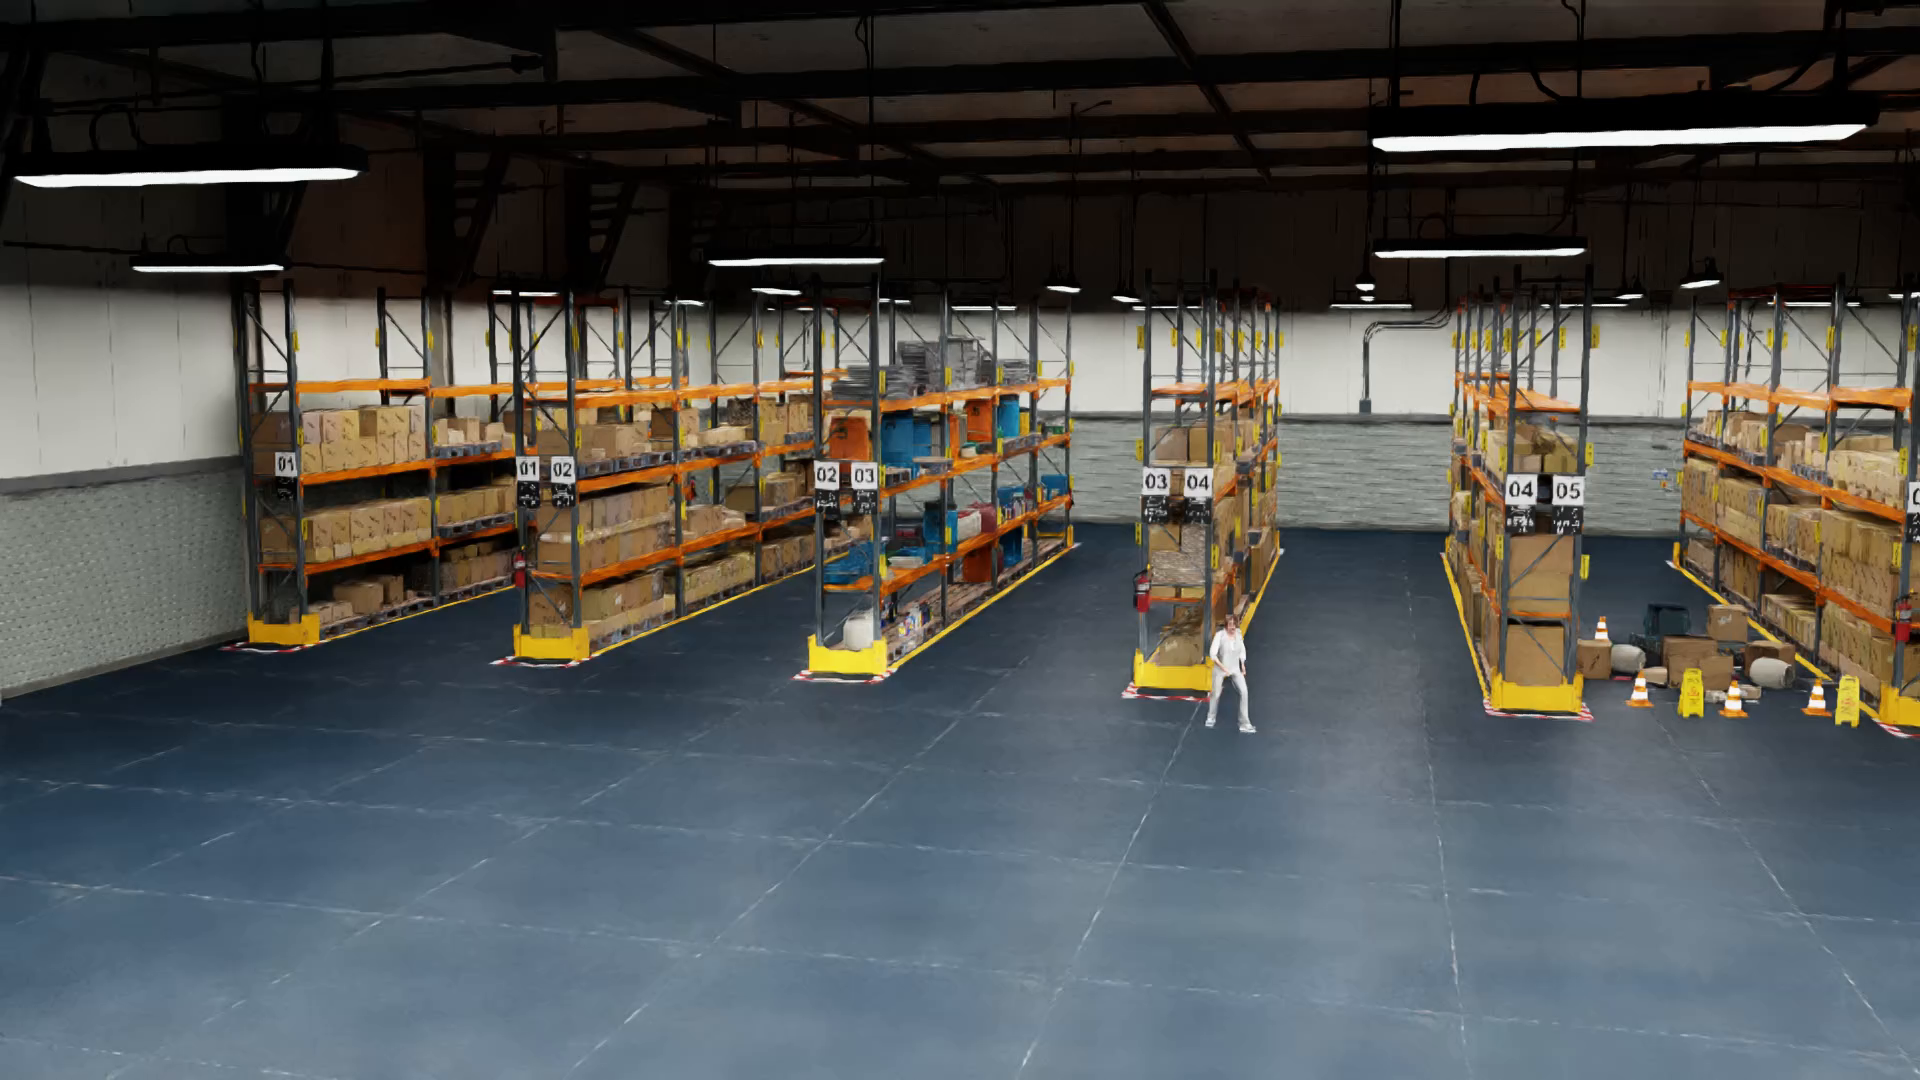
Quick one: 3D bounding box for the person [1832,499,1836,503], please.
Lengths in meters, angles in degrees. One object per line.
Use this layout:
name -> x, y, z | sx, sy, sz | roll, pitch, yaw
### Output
person -> 17.786, 0.022, 34.138 | 0.580, 1.763, 0.673 | 6, 9, 41

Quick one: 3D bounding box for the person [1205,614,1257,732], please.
person -> 3.449, 1.681, 21.355 | 0.572, 1.533, 0.755 | -1, 7, -7
